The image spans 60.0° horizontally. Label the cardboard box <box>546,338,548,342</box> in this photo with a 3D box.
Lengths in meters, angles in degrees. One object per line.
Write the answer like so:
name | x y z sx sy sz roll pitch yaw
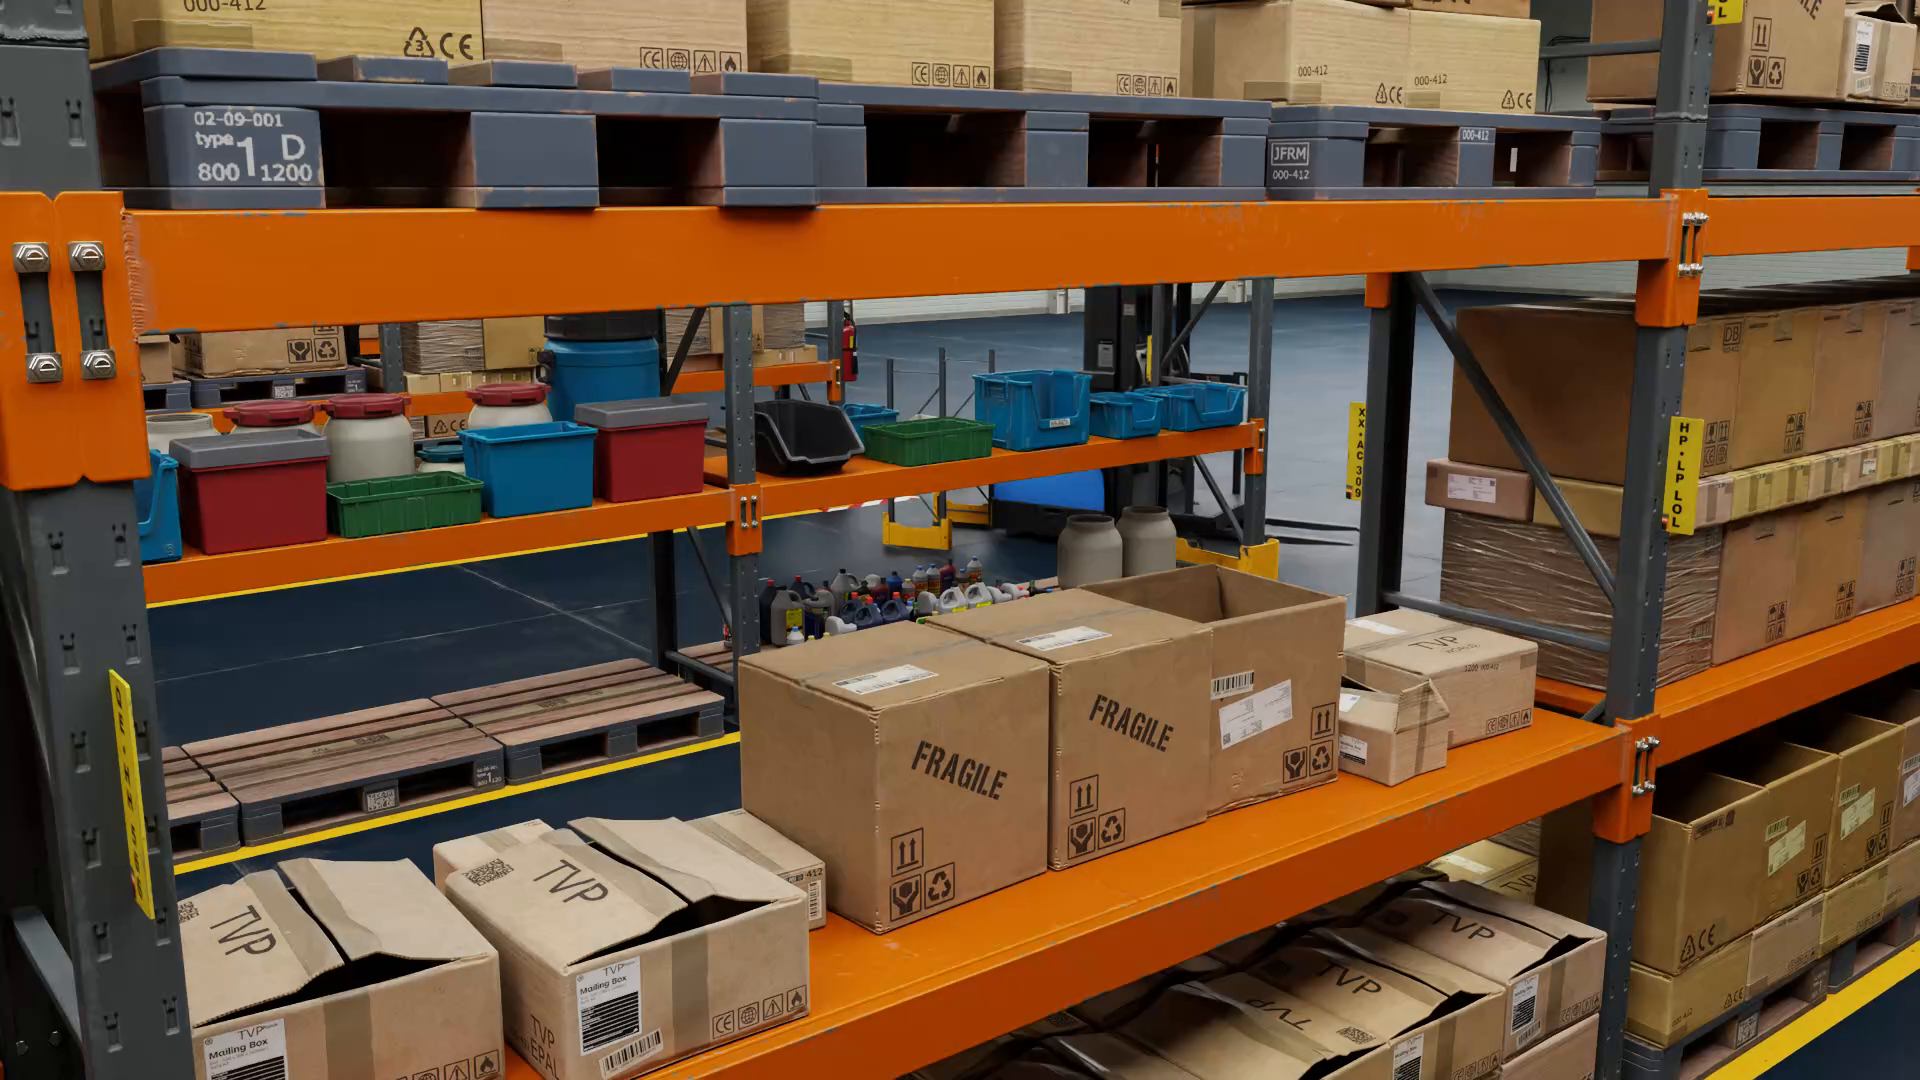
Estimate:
cardboard box | -3.382 -1.730 13.596 0.500 0.500 0.875 -9 15 -38

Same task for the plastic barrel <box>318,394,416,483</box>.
plastic barrel | -2.875 -0.426 8.085 0.433 0.535 0.433 0 12 0

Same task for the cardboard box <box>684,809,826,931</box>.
cardboard box | -0.489 0.728 3.583 0.250 0.149 0.380 -8 14 -34

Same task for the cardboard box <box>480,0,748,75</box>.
cardboard box | -0.733 -0.958 3.049 0.500 0.250 0.500 -9 15 -36

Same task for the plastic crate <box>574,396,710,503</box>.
plastic crate | -1.605 -0.462 8.429 0.583 0.464 0.402 -9 15 -38

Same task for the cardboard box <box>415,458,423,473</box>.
cardboard box | -4.175 -0.375 13.178 0.500 0.500 0.500 -10 16 -39

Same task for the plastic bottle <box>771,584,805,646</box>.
plastic bottle | -1.005 0.431 9.698 0.185 0.351 0.144 -9 15 -38

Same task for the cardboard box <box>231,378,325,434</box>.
cardboard box | -6.997 -1.400 17.106 0.875 0.875 0.875 -9 15 -37

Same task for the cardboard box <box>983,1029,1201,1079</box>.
cardboard box | 0.348 1.423 3.966 0.500 0.311 0.500 -10 15 -38

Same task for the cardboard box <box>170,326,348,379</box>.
cardboard box | -5.220 -1.765 12.263 1.000 1.000 1.000 -9 15 -37

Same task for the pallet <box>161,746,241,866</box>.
pallet | -3.912 1.246 7.254 1.213 0.211 1.003 -9 15 -38

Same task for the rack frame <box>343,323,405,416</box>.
rack frame | -4.512 -1.346 12.748 0.127 3.000 1.000 -9 15 -38

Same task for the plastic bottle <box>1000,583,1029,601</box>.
plastic bottle | 0.332 0.393 10.056 0.135 0.276 0.152 -9 15 -37

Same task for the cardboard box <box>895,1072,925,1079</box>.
cardboard box | -0.397 1.404 4.055 0.500 0.311 0.500 -10 15 -38

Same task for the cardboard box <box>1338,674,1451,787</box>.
cardboard box | 1.102 0.470 4.515 0.258 0.266 0.396 -10 16 -39

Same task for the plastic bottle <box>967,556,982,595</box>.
plastic bottle | 0.095 0.242 10.777 0.097 0.271 0.097 0 12 0

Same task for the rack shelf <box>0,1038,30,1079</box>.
rack shelf | -3.011 1.391 1.587 4.000 0.370 1.077 -9 15 -38

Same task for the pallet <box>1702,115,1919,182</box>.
pallet | 3.276 -1.436 6.159 1.213 0.211 1.003 -9 15 -38

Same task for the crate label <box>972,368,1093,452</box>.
crate label | 0.437 -0.797 10.074 0.616 0.435 0.502 -9 15 -38

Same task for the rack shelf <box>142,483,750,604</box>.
rack shelf | -2.979 0.068 7.817 4.000 0.370 1.077 -9 15 -38

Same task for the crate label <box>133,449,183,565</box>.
crate label | -3.596 -0.126 6.917 0.616 0.435 0.502 -9 15 -38

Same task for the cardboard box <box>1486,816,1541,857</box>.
cardboard box | 2.297 0.875 6.090 0.500 0.500 0.500 -9 15 -38

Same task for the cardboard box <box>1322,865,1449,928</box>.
cardboard box | 1.195 1.139 5.300 0.500 0.311 0.500 -9 15 -37

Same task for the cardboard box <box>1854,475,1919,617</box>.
cardboard box | 3.217 -0.047 6.389 0.500 0.500 0.700 -9 15 -36

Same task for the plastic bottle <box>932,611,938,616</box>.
plastic bottle | -0.145 0.516 9.656 0.097 0.201 0.097 0 12 0

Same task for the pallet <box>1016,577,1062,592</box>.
pallet | 1.038 0.424 11.124 1.213 0.211 1.003 -9 15 -38

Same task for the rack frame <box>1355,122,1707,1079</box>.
rack frame | 1.674 0.261 5.179 0.127 3.000 1.000 -9 15 -38

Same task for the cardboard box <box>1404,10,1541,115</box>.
cardboard box | 1.187 -1.260 4.470 0.500 0.250 0.500 -8 14 -32

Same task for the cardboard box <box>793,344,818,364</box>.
cardboard box | -1.482 -1.672 14.887 0.250 0.149 0.380 -9 15 -38

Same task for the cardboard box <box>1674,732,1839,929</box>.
cardboard box | 2.617 0.958 5.699 0.500 0.500 0.500 -9 15 -38

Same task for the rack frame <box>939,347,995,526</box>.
rack frame | 0.058 -0.878 14.153 0.500 1.500 0.032 5 13 23

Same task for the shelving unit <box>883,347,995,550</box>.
shelving unit | -0.147 -0.779 13.689 0.587 1.500 1.083 5 13 23

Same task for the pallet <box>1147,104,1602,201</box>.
pallet | 0.993 -0.996 4.338 1.217 0.209 0.805 -10 16 -40

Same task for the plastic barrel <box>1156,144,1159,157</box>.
plastic barrel | 1.406 -2.861 10.615 0.708 0.830 0.600 -9 15 -38

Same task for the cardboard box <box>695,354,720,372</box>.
cardboard box | -2.267 -1.543 14.280 0.250 0.149 0.380 -9 15 -38

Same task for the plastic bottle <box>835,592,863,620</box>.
plastic bottle | -0.618 0.477 9.481 0.185 0.351 0.144 -9 15 -38

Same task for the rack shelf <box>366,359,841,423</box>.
rack shelf | -2.950 -1.254 14.045 4.000 0.370 1.077 -9 15 -38

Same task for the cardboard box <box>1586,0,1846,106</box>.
cardboard box | 2.232 -1.552 4.905 0.500 0.500 0.500 -8 14 -33

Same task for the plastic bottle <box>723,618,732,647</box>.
plastic bottle | -1.329 0.513 9.669 0.097 0.201 0.097 0 12 0

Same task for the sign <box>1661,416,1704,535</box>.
sign | 2.020 -0.180 4.658 0.005 0.325 0.100 -9 15 -38

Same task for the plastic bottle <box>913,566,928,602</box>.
plastic bottle | -0.251 0.299 10.506 0.097 0.271 0.097 0 12 0

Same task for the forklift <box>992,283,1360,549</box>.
forklift | 1.793 -1.401 13.171 3.031 2.935 1.130 7 14 30

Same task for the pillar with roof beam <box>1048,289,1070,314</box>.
pillar with roof beam | 4.955 -8.905 33.902 0.548 9.000 9.100 -9 15 -38

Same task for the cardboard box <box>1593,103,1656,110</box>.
cardboard box | 2.445 -1.558 5.781 0.250 0.149 0.380 -9 15 -38

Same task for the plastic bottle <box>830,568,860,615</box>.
plastic bottle | -0.693 0.340 10.123 0.185 0.351 0.144 -10 15 -38

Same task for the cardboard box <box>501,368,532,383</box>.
cardboard box | -3.586 -1.304 13.152 0.250 0.149 0.380 -9 15 -38

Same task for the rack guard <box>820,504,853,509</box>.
rack guard | -1.448 -0.633 15.406 0.348 0.500 1.175 -9 15 -38

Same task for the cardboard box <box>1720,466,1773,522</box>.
cardboard box | 2.401 -0.175 5.430 0.250 0.149 0.380 -10 16 -39

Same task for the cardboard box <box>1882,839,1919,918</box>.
cardboard box | 3.399 1.195 6.386 0.500 0.250 0.500 -9 15 -38

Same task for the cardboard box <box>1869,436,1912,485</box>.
cardboard box | 3.212 -0.310 6.067 0.250 0.149 0.380 -10 15 -38

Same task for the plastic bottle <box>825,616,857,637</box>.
plastic bottle | -0.660 0.557 9.280 0.135 0.276 0.152 -9 15 -36

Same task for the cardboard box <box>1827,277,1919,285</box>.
cardboard box | 3.976 -0.807 6.845 0.500 0.500 0.700 -10 16 -39

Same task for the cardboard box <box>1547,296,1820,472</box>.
cardboard box | 2.410 -0.547 5.620 0.500 0.500 0.700 -9 15 -38

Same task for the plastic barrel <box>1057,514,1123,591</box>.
plastic barrel | 0.848 0.112 10.857 0.421 0.512 0.421 0 12 0
